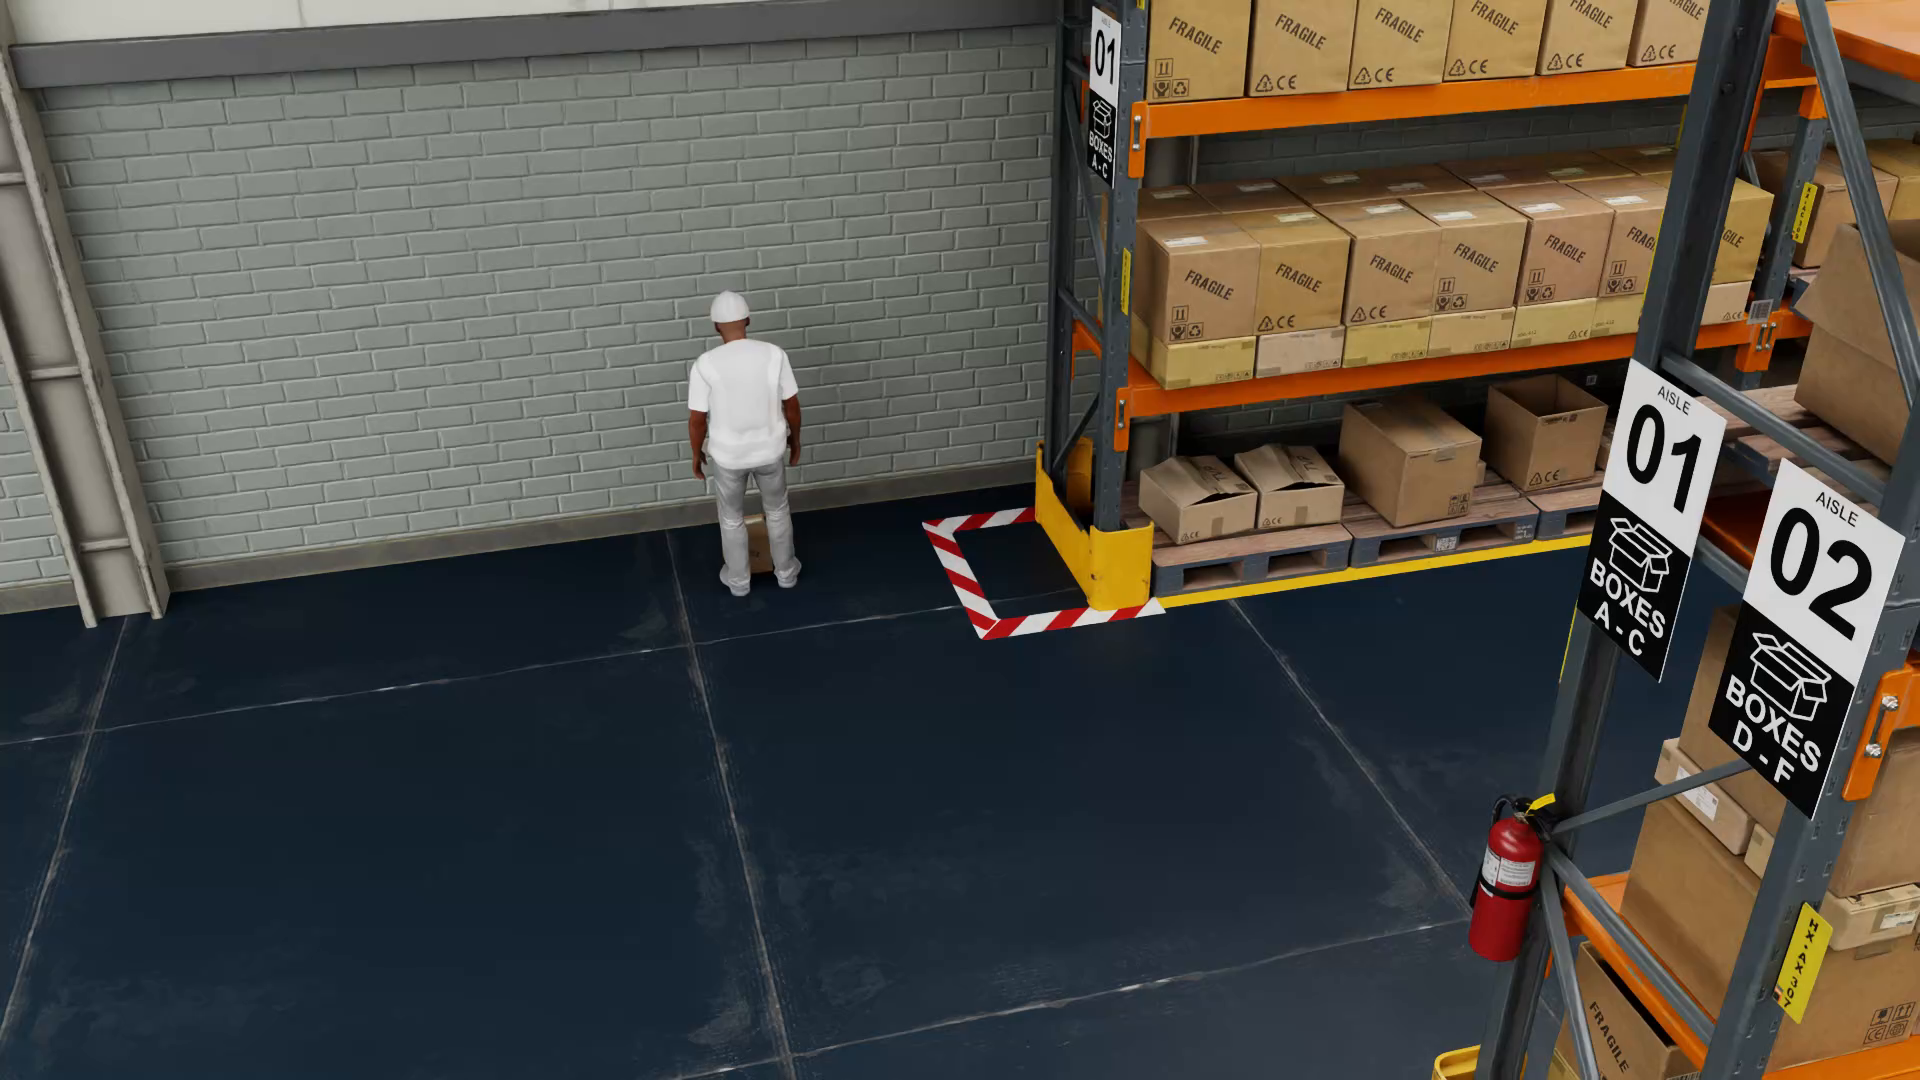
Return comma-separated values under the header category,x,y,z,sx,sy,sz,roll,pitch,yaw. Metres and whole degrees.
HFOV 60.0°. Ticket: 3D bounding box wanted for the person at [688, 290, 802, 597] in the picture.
category,x,y,z,sx,sy,sz,roll,pitch,yaw
person,-1.173,-0.514,9.110,0.622,1.759,0.462,-9,31,-15
